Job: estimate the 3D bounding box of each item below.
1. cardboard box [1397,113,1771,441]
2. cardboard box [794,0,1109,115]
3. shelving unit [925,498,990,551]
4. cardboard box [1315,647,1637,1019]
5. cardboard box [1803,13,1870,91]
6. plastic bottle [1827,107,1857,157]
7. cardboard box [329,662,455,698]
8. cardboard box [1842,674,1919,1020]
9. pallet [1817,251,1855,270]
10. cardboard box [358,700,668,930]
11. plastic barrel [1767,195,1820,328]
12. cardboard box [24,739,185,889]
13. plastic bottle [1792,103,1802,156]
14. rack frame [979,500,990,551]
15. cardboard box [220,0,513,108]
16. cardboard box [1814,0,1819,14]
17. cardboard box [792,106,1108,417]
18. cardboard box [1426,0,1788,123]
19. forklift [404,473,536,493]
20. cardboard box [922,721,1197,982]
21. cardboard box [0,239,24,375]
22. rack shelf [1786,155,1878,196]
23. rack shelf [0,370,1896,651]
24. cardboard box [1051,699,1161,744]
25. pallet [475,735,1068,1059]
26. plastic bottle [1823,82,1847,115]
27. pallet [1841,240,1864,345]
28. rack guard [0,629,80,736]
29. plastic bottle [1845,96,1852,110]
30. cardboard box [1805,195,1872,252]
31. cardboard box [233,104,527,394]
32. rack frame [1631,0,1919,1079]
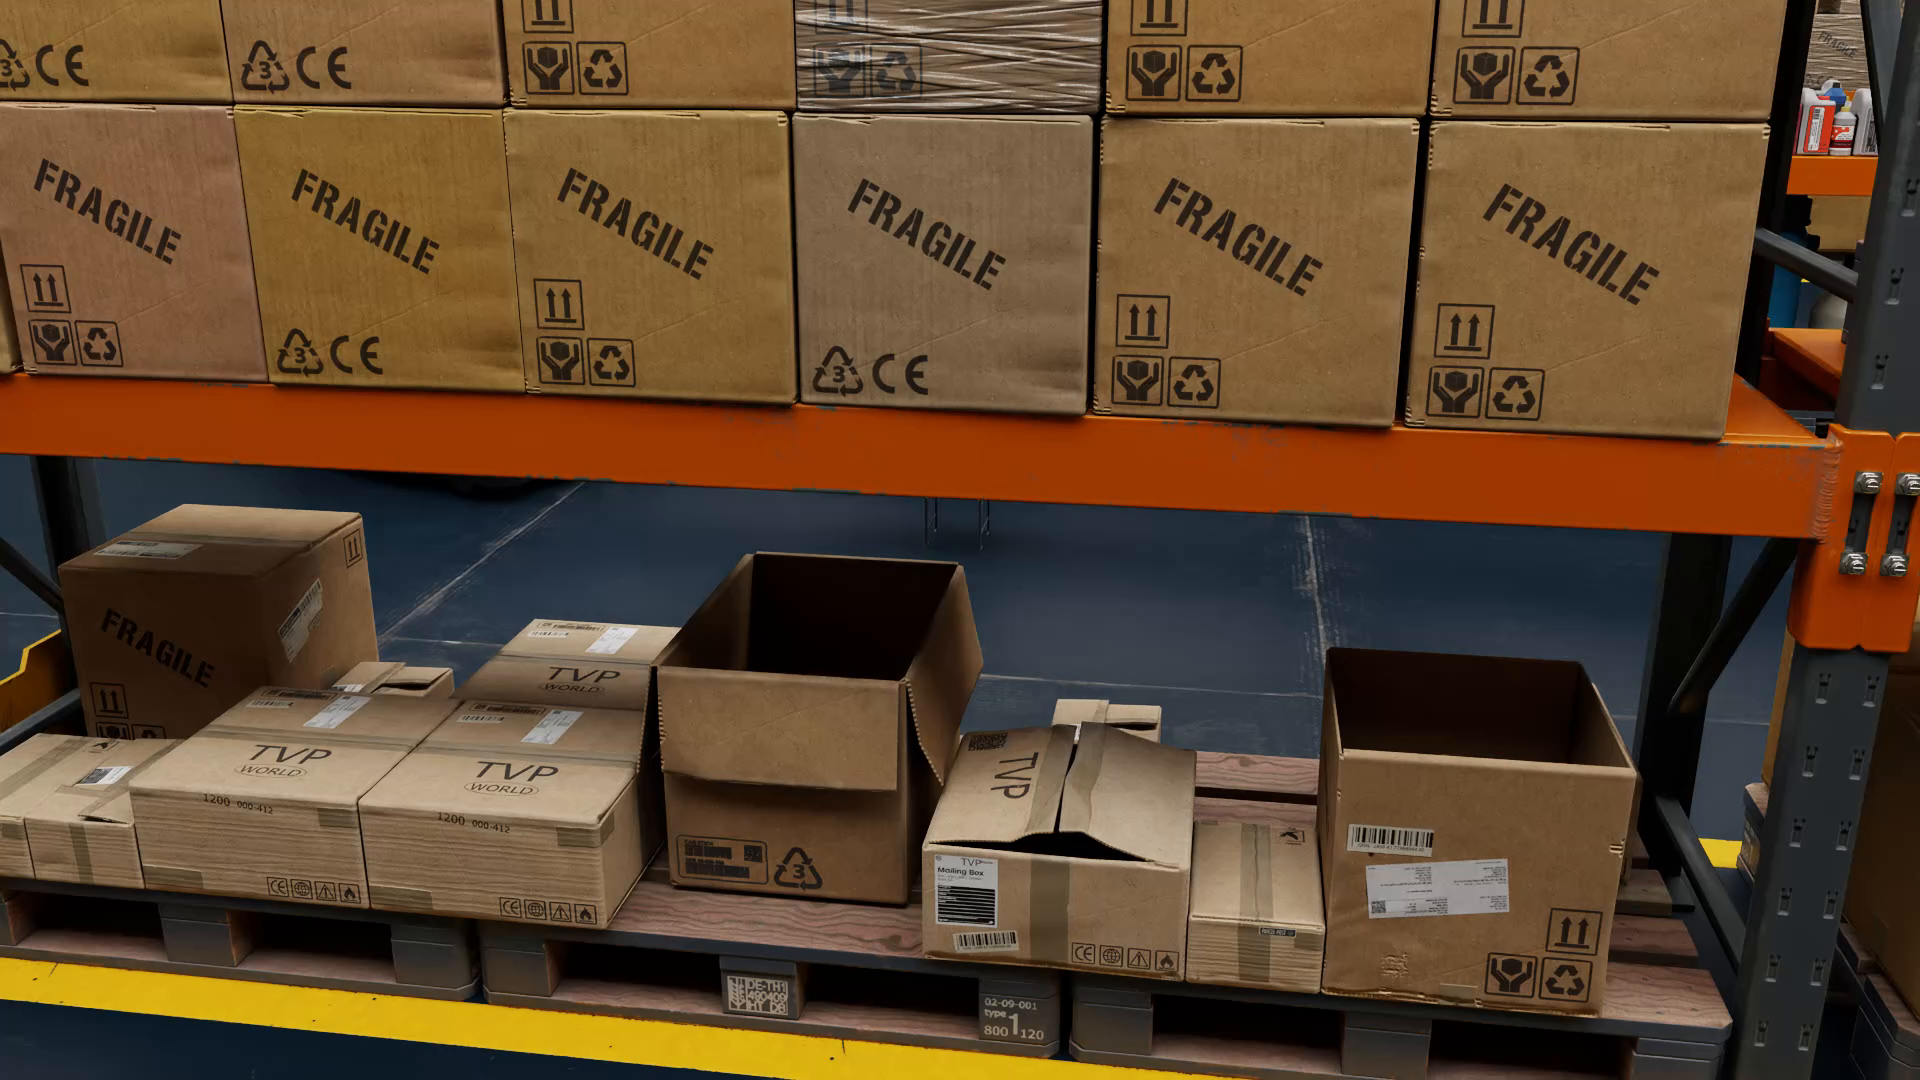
[{"bbox_3d":[1.028,-0.486,2.871,0.500,0.500,0.500,3,19,10],"label":"cardboard box"},{"bbox_3d":[0.018,-1.010,2.861,0.500,0.500,0.500,3,19,9],"label":"cardboard box"},{"bbox_3d":[-0.008,-0.427,6.162,0.210,0.900,0.258,3,19,9],"label":"shelving unit"},{"bbox_3d":[0.954,0.543,3.199,0.500,0.500,0.500,3,19,9],"label":"cardboard box"},{"bbox_3d":[6.068,-3.417,11.632,0.500,0.500,0.500,3,19,8],"label":"cardboard box"},{"bbox_3d":[3.772,-1.748,7.112,0.097,0.201,0.097,0,18,0],"label":"plastic bottle"},{"bbox_3d":[-1.426,0.439,4.037,0.250,0.166,0.380,3,19,9],"label":"cardboard box"},{"bbox_3d":[2.001,0.584,3.078,0.500,0.500,0.500,2,19,6],"label":"cardboard box"},{"bbox_3d":[6.320,-2.137,12.357,1.213,0.211,1.003,3,19,9],"label":"pallet"},{"bbox_3d":[-0.908,0.567,3.522,0.500,0.250,0.500,3,19,9],"label":"cardboard box"},{"bbox_3d":[3.585,-1.181,7.751,0.708,0.901,0.600,3,19,9],"label":"plastic barrel"},{"bbox_3d":[-1.782,0.581,3.611,0.250,0.166,0.380,3,19,9],"label":"cardboard box"},{"bbox_3d":[3.523,-1.793,7.119,0.133,0.283,0.061,3,19,9],"label":"plastic bottle"},{"bbox_3d":[0.092,-0.422,6.146,0.006,0.900,0.240,3,19,9],"label":"rack frame"},{"bbox_3d":[-0.981,-1.061,3.014,0.500,0.500,0.500,3,19,9],"label":"cardboard box"},{"bbox_3d":[5.724,-3.995,11.776,0.637,0.503,0.797,3,19,10],"label":"cardboard box"},{"bbox_3d":[0.011,-0.537,3.022,0.500,0.500,0.500,3,19,10],"label":"cardboard box"},{"bbox_3d":[1.022,-0.960,2.711,0.500,0.500,0.500,3,19,9],"label":"cardboard box"},{"bbox_3d":[-2.855,-1.911,7.394,3.031,2.935,1.130,11,21,29],"label":"forklift"},{"bbox_3d":[0.214,0.595,3.341,0.500,0.311,0.500,3,19,9],"label":"cardboard box"},{"bbox_3d":[-1.991,-0.638,3.324,0.500,0.500,0.500,3,19,10],"label":"cardboard box"},{"bbox_3d":[4.326,-1.604,7.502,4.000,0.370,1.077,3,19,9],"label":"rack shelf"},{"bbox_3d":[-0.413,-0.253,3.467,4.000,0.370,1.077,3,19,9],"label":"rack shelf"},{"bbox_3d":[0.326,0.512,3.818,0.250,0.166,0.380,3,19,9],"label":"cardboard box"},{"bbox_3d":[-0.324,0.733,3.780,1.213,0.211,1.003,3,19,9],"label":"pallet"},{"bbox_3d":[4.011,-1.964,7.647,0.097,0.271,0.097,0,18,0],"label":"plastic bottle"},{"bbox_3d":[2.334,-0.328,2.860,1.213,0.211,1.003,3,19,9],"label":"pallet"},{"bbox_3d":[-2.312,0.494,4.039,0.348,0.500,1.175,3,19,9],"label":"rack guard"},{"bbox_3d":[4.131,-1.973,7.786,0.097,0.201,0.097,0,18,0],"label":"plastic bottle"},{"bbox_3d":[6.408,-2.629,12.119,0.875,0.875,1.225,2,19,6],"label":"cardboard box"},{"bbox_3d":[-0.986,-0.587,3.173,0.500,0.500,0.500,3,19,8],"label":"cardboard box"},{"bbox_3d":[1.562,-0.494,3.052,0.127,3.000,1.000,3,19,9],"label":"rack frame"}]
